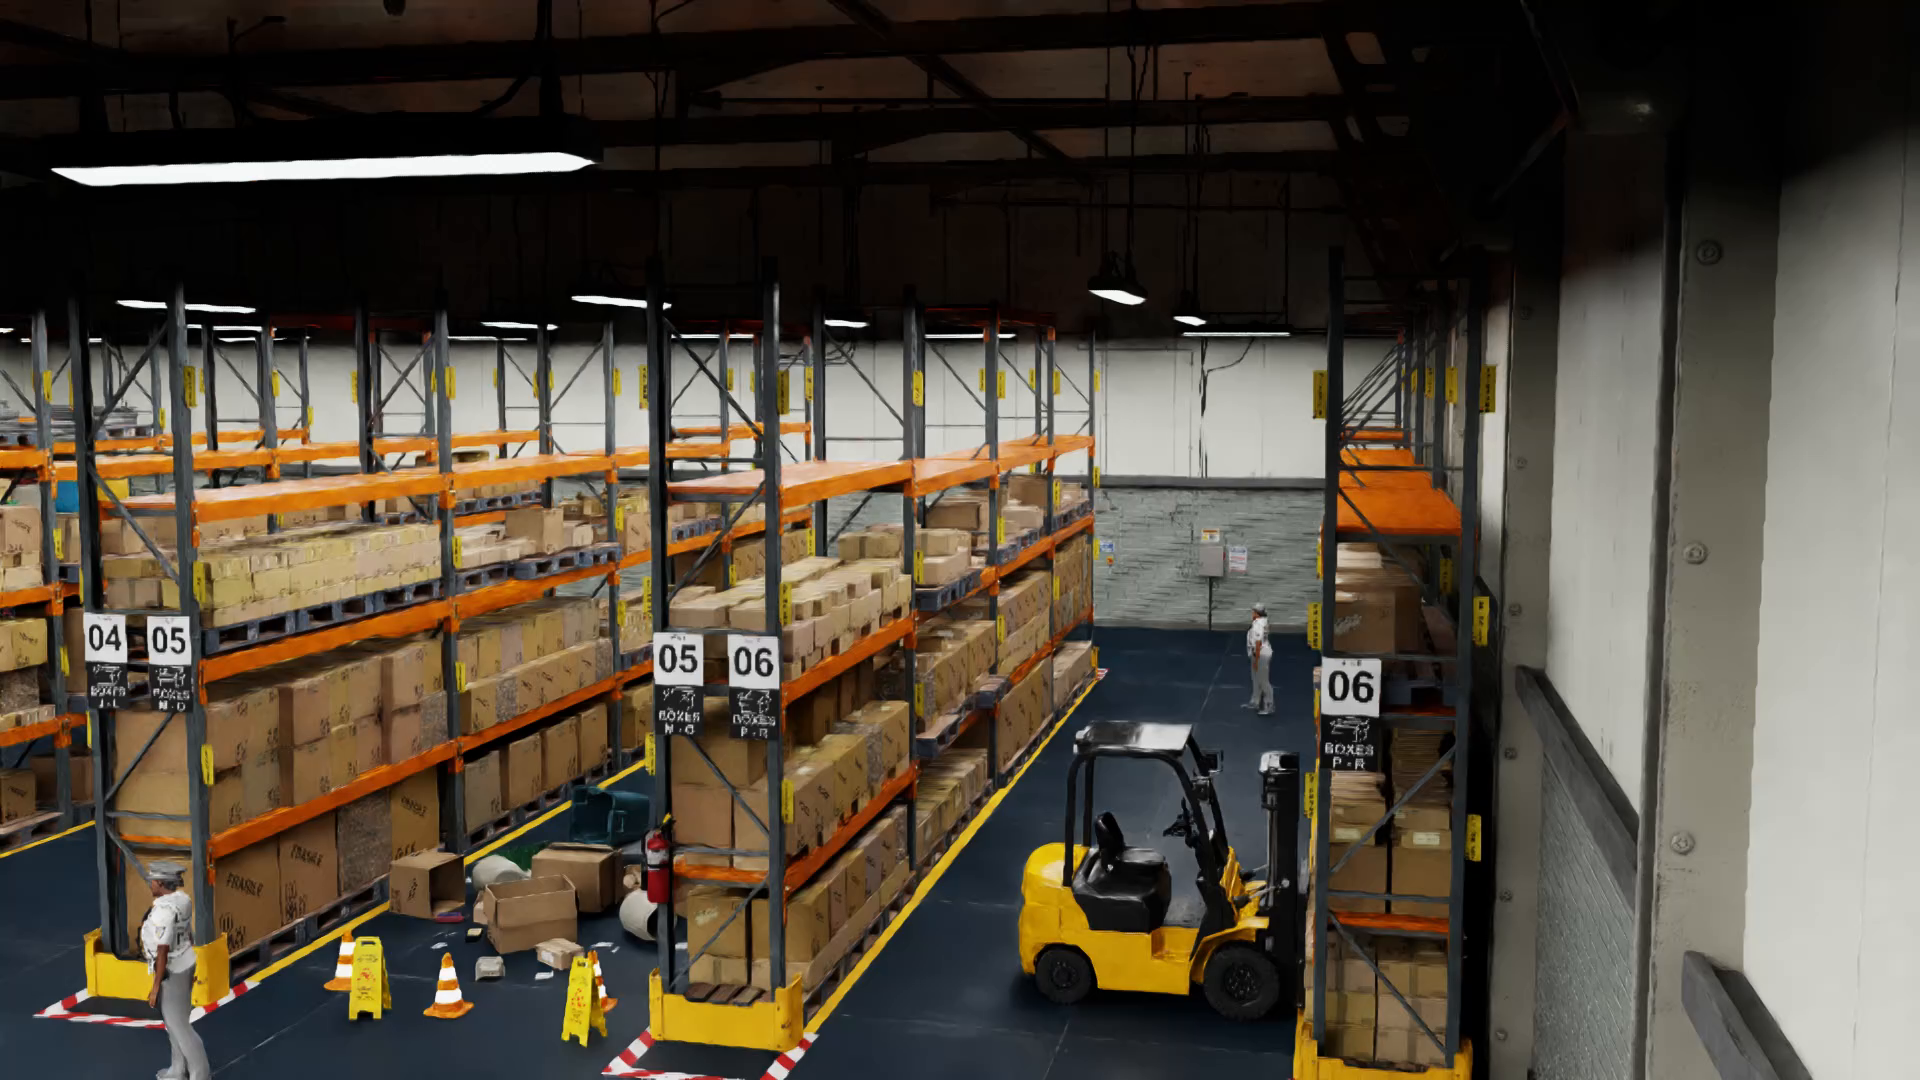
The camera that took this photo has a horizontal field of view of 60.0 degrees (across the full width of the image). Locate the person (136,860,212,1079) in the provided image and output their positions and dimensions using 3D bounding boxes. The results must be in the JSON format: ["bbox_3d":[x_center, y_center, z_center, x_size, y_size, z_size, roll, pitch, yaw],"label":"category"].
[{"bbox_3d":[-5.633,3.141,11.947,0.477,1.666,0.658,-1,6,-13],"label":"person"}]

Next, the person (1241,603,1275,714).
[{"bbox_3d":[4.552,1.781,25.311,0.568,1.644,0.686,2,6,19],"label":"person"}]
